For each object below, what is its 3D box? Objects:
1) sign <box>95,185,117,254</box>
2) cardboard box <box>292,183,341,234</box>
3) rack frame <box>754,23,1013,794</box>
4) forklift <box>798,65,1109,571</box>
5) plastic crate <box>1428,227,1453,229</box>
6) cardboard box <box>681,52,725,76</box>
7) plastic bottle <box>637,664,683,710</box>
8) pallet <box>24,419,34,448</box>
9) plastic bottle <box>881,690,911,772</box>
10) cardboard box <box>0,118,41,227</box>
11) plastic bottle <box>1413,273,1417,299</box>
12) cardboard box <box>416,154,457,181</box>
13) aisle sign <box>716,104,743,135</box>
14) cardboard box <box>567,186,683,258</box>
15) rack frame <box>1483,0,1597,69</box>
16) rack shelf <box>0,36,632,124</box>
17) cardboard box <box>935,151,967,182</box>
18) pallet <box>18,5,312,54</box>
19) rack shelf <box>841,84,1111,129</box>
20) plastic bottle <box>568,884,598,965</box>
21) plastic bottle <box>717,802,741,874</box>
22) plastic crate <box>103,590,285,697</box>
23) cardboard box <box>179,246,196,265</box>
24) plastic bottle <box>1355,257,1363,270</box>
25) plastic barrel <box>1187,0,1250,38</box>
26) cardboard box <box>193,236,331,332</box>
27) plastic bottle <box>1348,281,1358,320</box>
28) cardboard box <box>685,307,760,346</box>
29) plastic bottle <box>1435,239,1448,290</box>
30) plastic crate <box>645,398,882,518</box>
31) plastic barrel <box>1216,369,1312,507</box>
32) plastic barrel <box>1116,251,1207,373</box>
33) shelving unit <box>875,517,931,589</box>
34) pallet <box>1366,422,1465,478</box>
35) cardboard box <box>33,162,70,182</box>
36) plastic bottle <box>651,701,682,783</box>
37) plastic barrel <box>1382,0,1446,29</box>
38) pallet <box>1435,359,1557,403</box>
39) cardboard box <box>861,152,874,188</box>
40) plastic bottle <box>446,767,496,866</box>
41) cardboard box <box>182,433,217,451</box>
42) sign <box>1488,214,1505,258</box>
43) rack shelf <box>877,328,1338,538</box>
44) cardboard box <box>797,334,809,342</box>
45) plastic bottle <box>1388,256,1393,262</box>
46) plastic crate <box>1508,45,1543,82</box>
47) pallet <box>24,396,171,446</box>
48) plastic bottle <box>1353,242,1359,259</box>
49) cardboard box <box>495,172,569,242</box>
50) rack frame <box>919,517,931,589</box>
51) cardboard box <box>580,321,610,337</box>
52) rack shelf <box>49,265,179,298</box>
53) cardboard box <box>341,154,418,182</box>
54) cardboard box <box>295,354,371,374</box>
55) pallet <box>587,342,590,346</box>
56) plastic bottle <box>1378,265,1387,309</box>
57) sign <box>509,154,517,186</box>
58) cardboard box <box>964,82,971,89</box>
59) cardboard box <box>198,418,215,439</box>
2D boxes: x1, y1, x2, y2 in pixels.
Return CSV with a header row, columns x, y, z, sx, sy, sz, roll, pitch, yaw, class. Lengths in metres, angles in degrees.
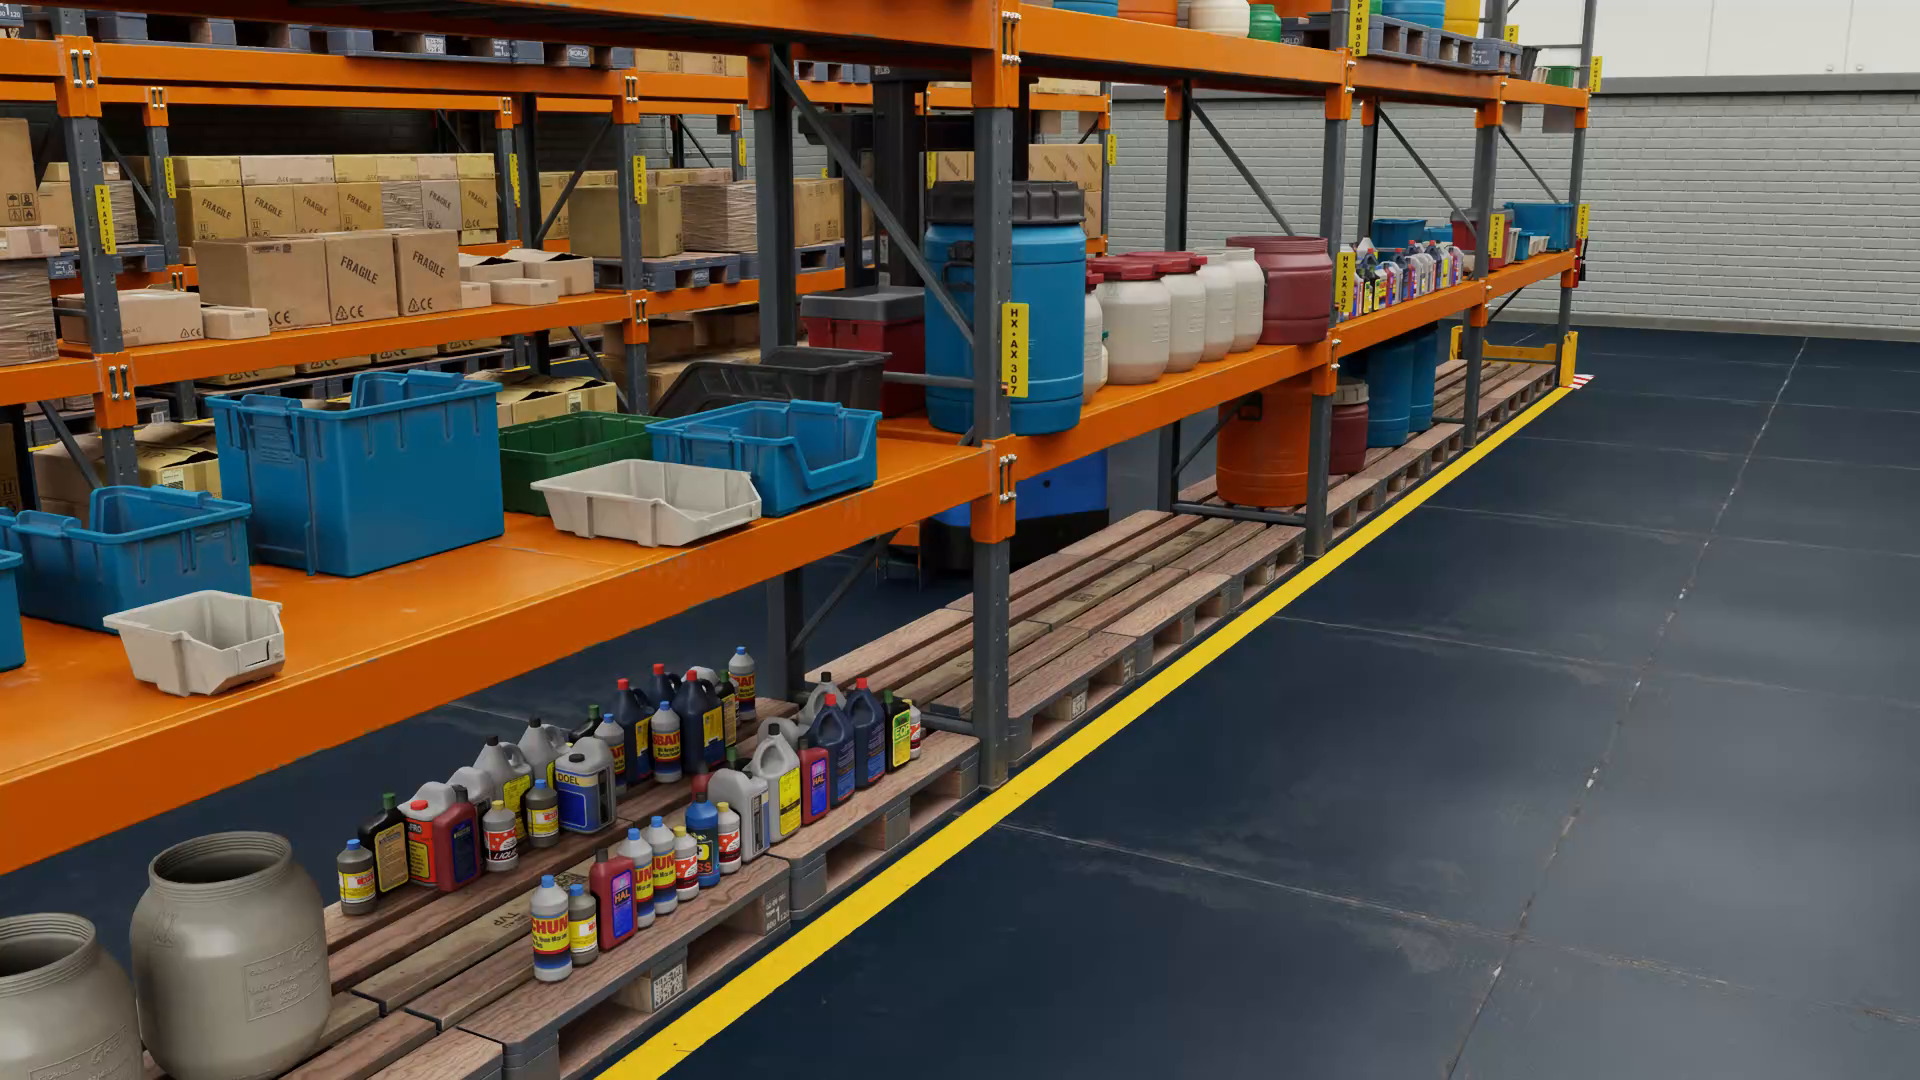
x,y,z,sx,sy,sz,roll,pitch,yaw,class
-4.133,-1.549,8.043,0.100,0.325,0.005,7,15,28,sign
-6.063,-3.015,15.250,0.500,0.500,0.500,7,15,28,cardboard box
-0.285,-0.590,6.083,1.000,3.000,0.127,7,15,28,rack frame
-0.304,-1.553,10.221,1.130,2.935,3.031,-7,15,-28,forklift
4.472,-2.717,15.131,0.416,0.233,0.300,7,15,28,plastic crate
-2.258,-3.678,12.275,0.910,0.500,0.500,7,15,28,cardboard box
-1.039,0.602,5.850,0.144,0.351,0.185,8,16,30,plastic bottle
-7.994,-0.768,12.771,1.003,0.211,1.213,7,15,28,pallet
-0.229,0.652,5.785,0.061,0.283,0.133,8,16,31,plastic bottle
-4.828,-1.740,7.869,0.700,0.500,0.500,7,15,28,cardboard box
3.045,-1.737,11.263,0.097,0.201,0.097,0,14,0,plastic bottle
-5.348,-3.693,16.461,0.500,0.250,0.500,8,16,29,cardboard box
-2.859,-5.419,20.566,0.394,0.787,0.004,7,15,28,aisle sign
-2.480,-2.368,12.346,0.700,0.500,0.500,2,14,9,cardboard box
5.516,-5.969,15.592,1.000,3.000,0.127,7,15,28,rack frame
-3.653,-2.671,9.848,1.077,0.370,4.000,7,15,28,rack shelf
-0.278,-3.393,15.362,0.500,0.500,0.500,8,16,29,cardboard box
-4.204,-2.700,8.841,0.805,0.209,1.217,7,15,26,pallet
0.215,-4.313,16.656,1.077,0.370,4.000,7,15,28,rack shelf
-1.020,1.019,4.440,0.097,0.201,0.097,0,14,0,plastic bottle
-0.708,0.887,4.987,0.097,0.201,0.097,0,14,0,plastic bottle
-1.505,0.211,3.320,0.298,0.136,0.250,7,15,28,plastic crate
-6.662,-2.462,14.341,0.380,0.149,0.250,7,15,27,cardboard box
2.966,-1.998,12.345,0.097,0.201,0.097,0,14,0,plastic bottle
1.238,-2.515,7.959,0.301,0.262,0.301,0,14,0,plastic barrel
-3.979,-1.465,9.496,0.500,0.500,0.500,9,16,32,cardboard box
2.339,-1.469,9.975,0.061,0.283,0.133,7,15,28,plastic bottle
-1.925,-1.777,13.800,0.500,0.250,0.500,7,15,27,cardboard box
3.424,-1.982,11.960,0.144,0.351,0.185,7,15,28,plastic bottle
-0.583,-0.260,5.031,0.499,0.251,0.616,7,15,28,plastic crate
1.870,-0.663,10.116,0.600,0.830,0.708,7,15,28,plastic barrel
0.933,-1.067,7.770,0.433,0.535,0.433,0,14,0,plastic barrel
-0.308,-0.276,8.940,0.252,1.050,0.215,3,14,14,shelving unit
3.173,-0.723,12.580,1.003,0.211,1.213,7,15,28,pallet
-7.307,-2.970,13.415,0.380,0.149,0.250,5,14,19,cardboard box
-1.003,0.684,5.679,0.097,0.271,0.097,0,14,0,plastic bottle
2.891,-3.770,10.907,0.600,0.901,0.708,7,15,28,plastic barrel
5.083,-1.532,15.938,1.003,0.211,1.213,7,15,28,pallet
-0.734,-3.461,15.645,0.500,0.500,0.500,7,15,28,cardboard box
-1.502,0.837,5.035,0.152,0.276,0.135,7,15,26,plastic bottle
-3.955,-0.451,9.279,0.500,0.311,0.500,7,15,27,cardboard box
4.063,-2.304,12.598,0.100,0.325,0.005,7,15,28,sign
0.682,-0.651,7.869,1.077,0.370,4.000,7,15,28,rack shelf
-1.229,-1.455,14.065,0.500,0.500,0.500,8,16,29,cardboard box
2.959,-1.808,11.409,0.097,0.271,0.097,0,14,0,plastic bottle
4.423,-3.850,13.483,0.497,0.269,0.590,7,15,28,plastic crate
-7.403,-1.018,13.805,1.003,0.211,1.213,7,15,28,pallet
3.031,-2.148,12.793,0.061,0.283,0.133,7,15,28,plastic bottle
-4.814,-3.609,17.965,0.980,0.700,0.700,8,16,29,cardboard box
-0.190,-0.269,8.911,0.008,1.050,0.200,3,14,14,rack frame
-4.393,-2.588,18.804,0.700,0.500,0.500,7,15,27,cardboard box
-7.991,-1.774,12.525,1.077,0.370,4.000,7,15,28,rack shelf
-5.594,-3.588,16.027,0.500,0.250,0.500,8,16,29,cardboard box
-6.125,-2.008,15.652,0.750,0.750,0.750,7,15,28,cardboard box
-4.065,-2.397,19.526,1.003,0.211,1.213,7,15,28,pallet
2.667,-1.611,10.590,0.097,0.271,0.097,0,14,0,plastic bottle
-4.611,-3.819,17.173,0.100,0.325,0.005,7,15,28,sign
-0.055,-4.353,15.609,0.500,0.250,0.500,7,15,28,cardboard box
-4.185,-0.618,9.970,0.500,0.311,0.500,7,15,28,cardboard box
